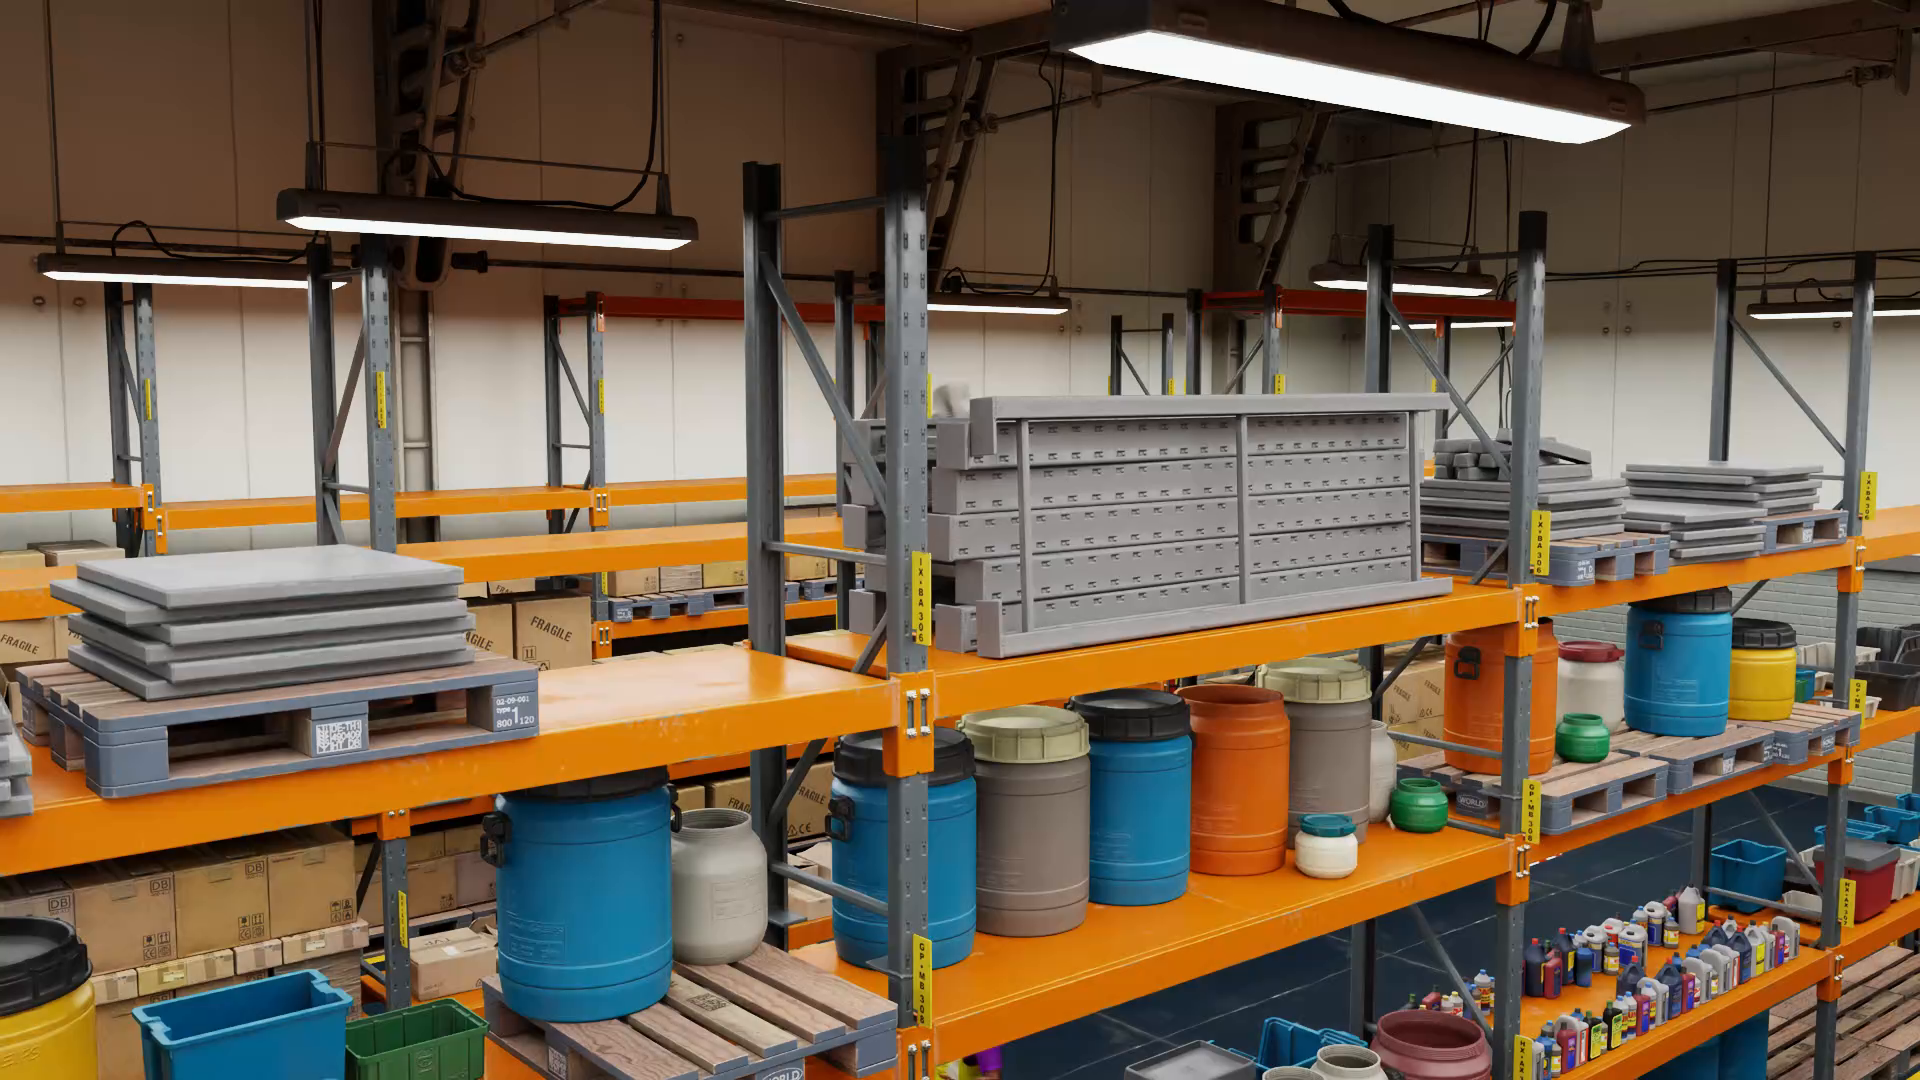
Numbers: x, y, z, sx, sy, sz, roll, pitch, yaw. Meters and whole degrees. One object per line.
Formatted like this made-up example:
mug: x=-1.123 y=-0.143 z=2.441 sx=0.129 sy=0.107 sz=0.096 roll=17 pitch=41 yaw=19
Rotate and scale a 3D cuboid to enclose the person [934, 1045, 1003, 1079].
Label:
person: x=-0.049 y=3.351 z=9.820 sx=0.703 sy=1.745 sz=0.907 roll=5 pitch=7 yaw=41
